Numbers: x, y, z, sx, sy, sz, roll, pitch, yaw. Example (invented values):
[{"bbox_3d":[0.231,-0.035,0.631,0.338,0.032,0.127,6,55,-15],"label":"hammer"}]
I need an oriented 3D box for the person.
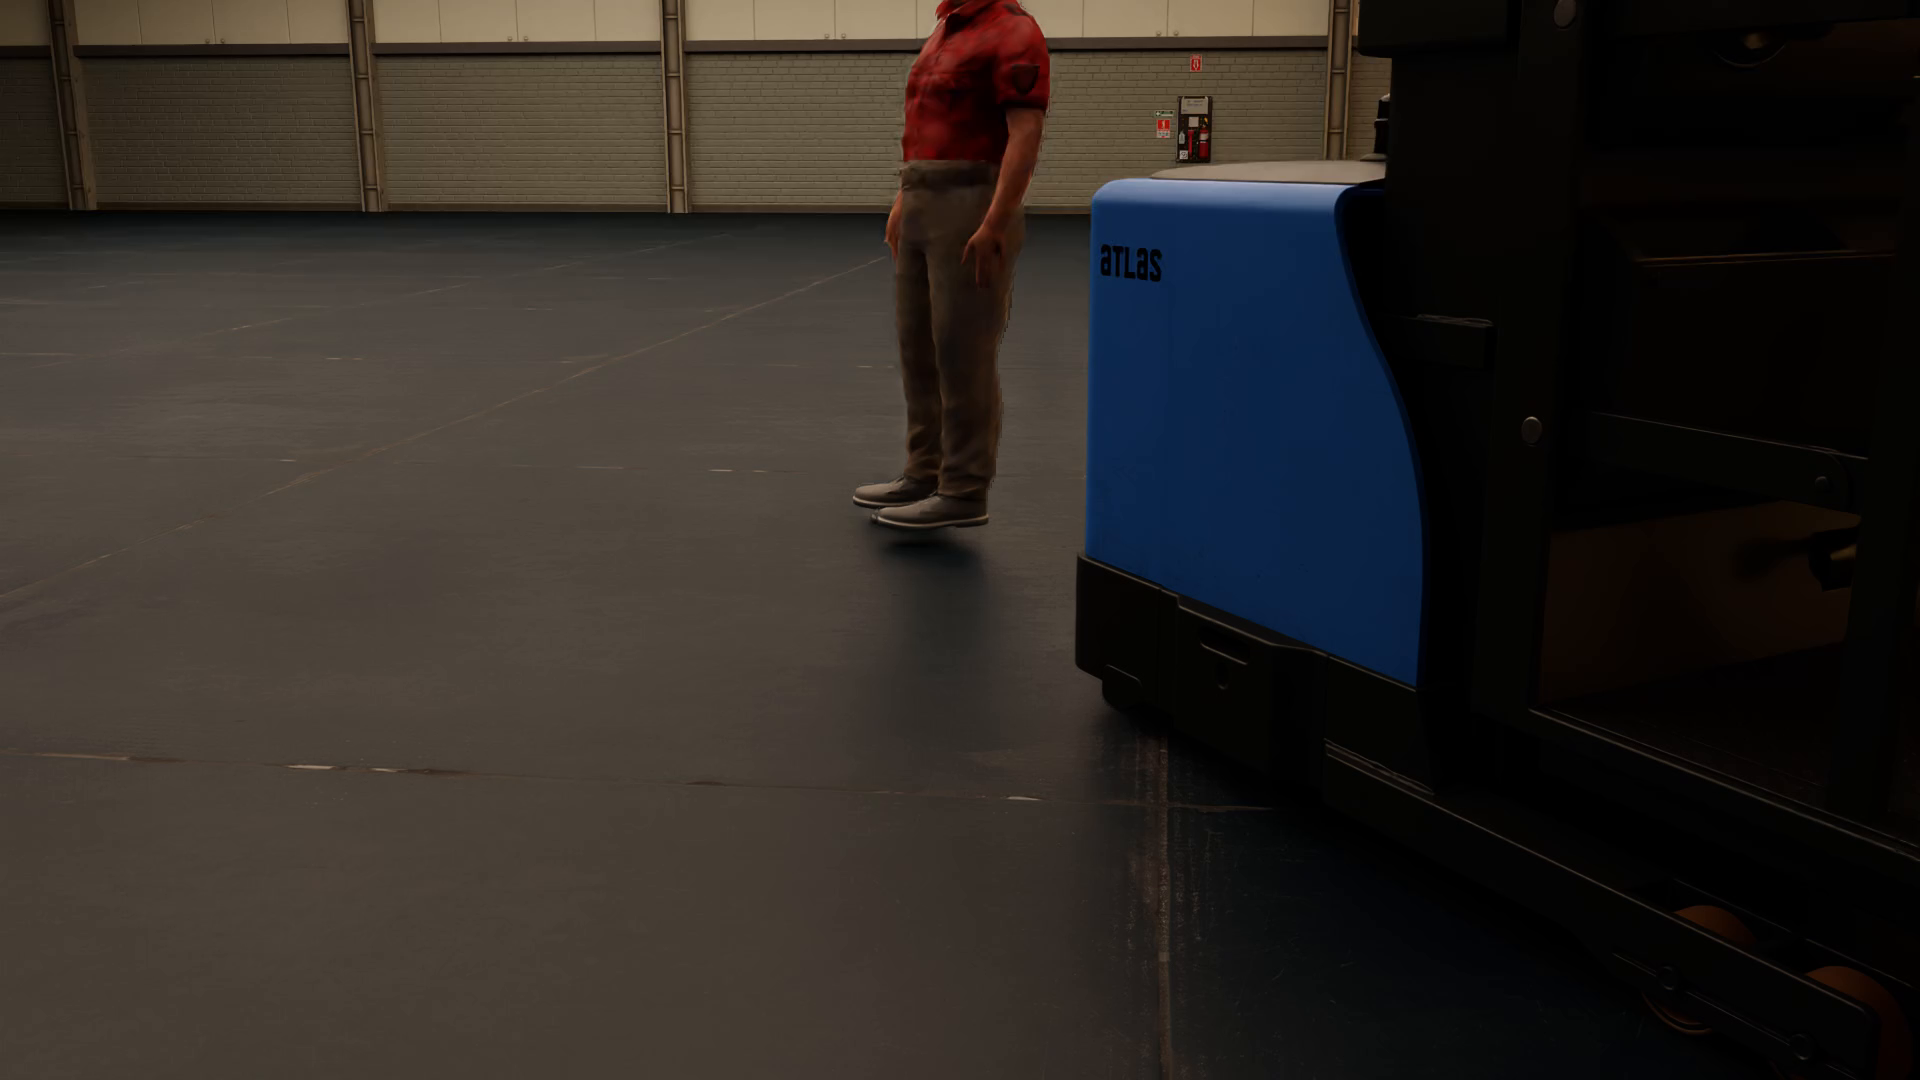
[{"bbox_3d":[-0.056,-0.894,4.775,0.418,1.728,0.753,-7,15,-27],"label":"person"}]

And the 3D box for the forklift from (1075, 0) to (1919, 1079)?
[{"bbox_3d":[1.375,-0.856,2.173,1.130,2.935,3.031,-7,15,-27],"label":"forklift"}]
